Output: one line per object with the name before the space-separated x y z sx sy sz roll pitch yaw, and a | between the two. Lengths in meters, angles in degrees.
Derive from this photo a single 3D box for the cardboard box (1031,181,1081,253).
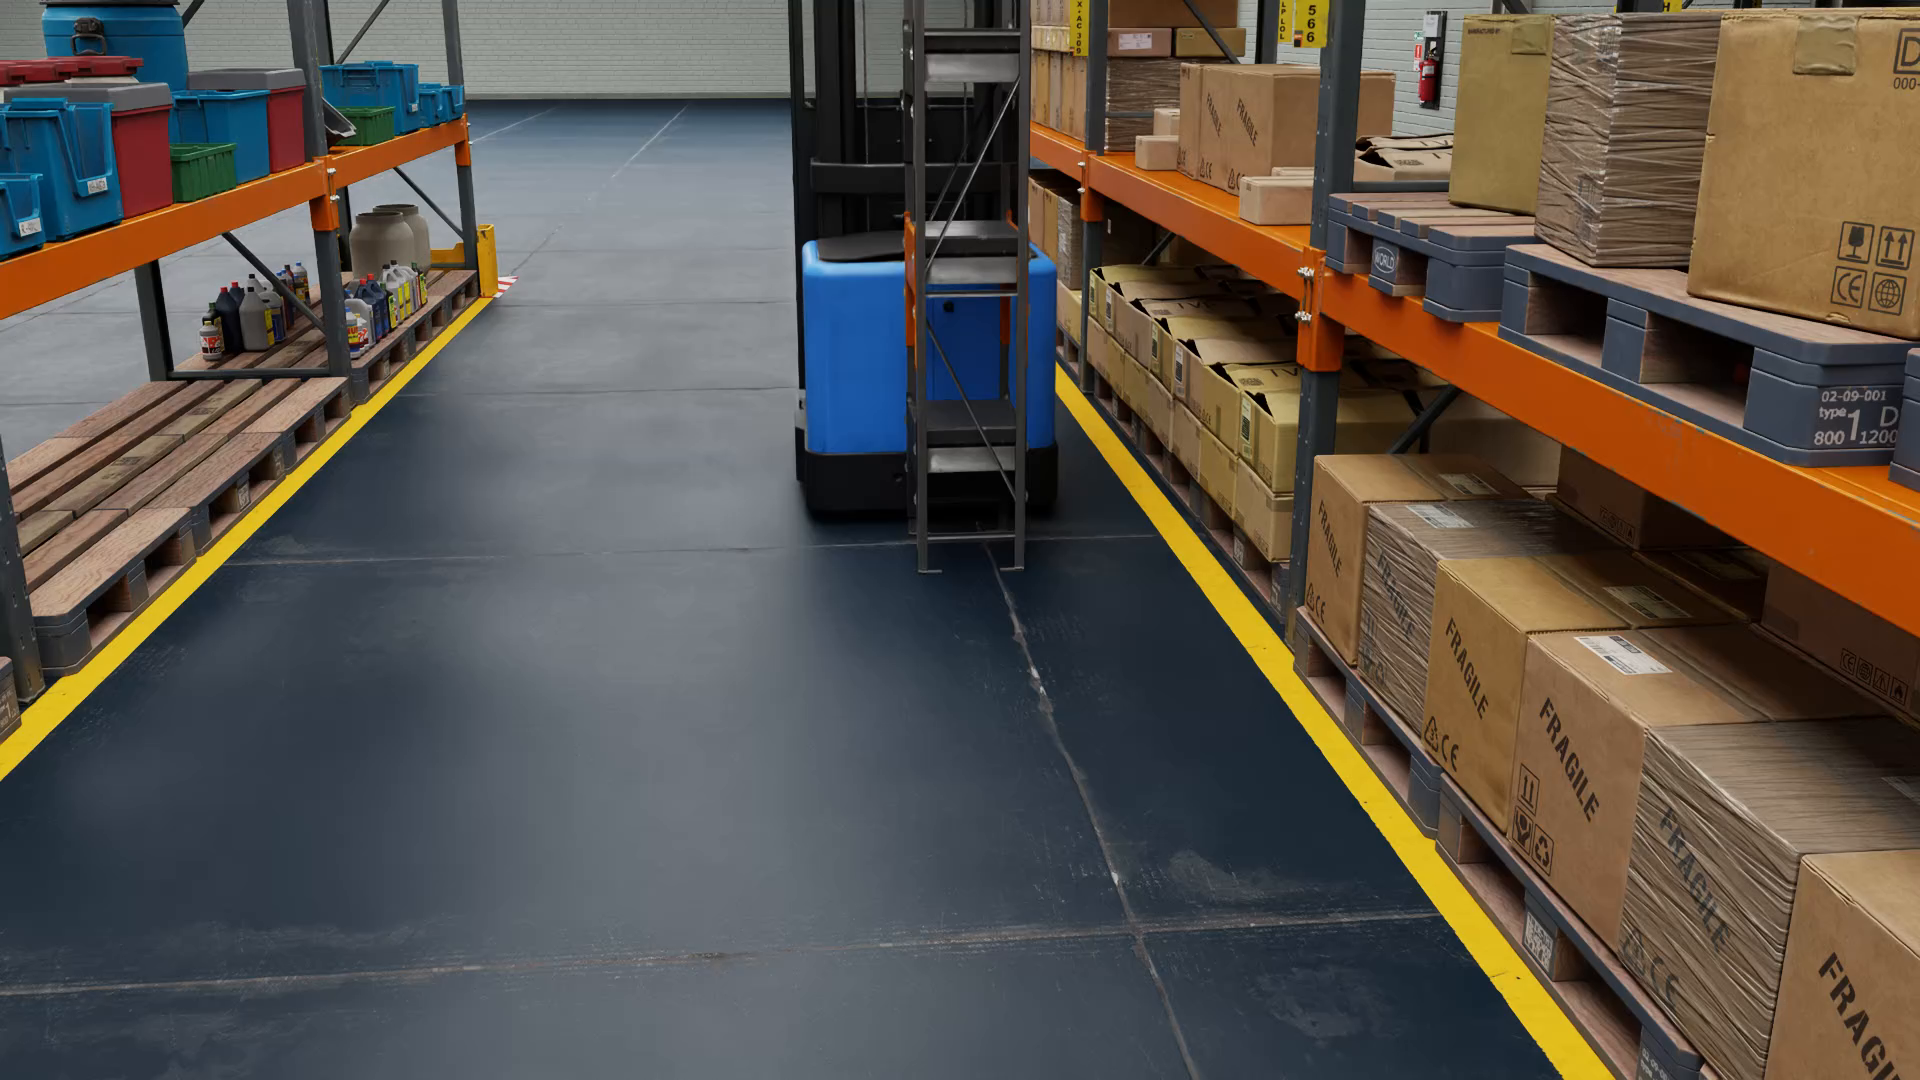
cardboard box | 0.750 -2.097 10.985 0.500 0.500 0.500 -2 18 -6

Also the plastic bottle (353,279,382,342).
plastic bottle | -3.422 -1.320 9.561 0.144 0.351 0.185 -1 17 -4

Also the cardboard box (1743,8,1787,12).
cardboard box | 5.594 -3.307 11.169 0.500 0.500 0.500 -1 17 -4

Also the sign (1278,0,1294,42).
sign | 1.715 -2.807 8.808 0.100 0.325 0.005 -2 18 -6

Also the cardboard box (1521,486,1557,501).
cardboard box | 1.827 -0.134 5.986 0.500 0.250 0.500 -2 18 -6

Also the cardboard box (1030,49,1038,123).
cardboard box | 0.858 -3.216 11.746 0.700 0.500 0.500 -1 17 -4

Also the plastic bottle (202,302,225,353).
plastic bottle | -4.129 -1.167 9.188 0.061 0.283 0.133 -1 17 -3

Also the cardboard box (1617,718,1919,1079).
cardboard box | 1.571 0.659 3.009 0.500 0.500 0.500 -2 17 -5

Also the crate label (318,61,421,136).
crate label | -3.705 -2.789 10.494 0.502 0.435 0.616 -2 18 -6

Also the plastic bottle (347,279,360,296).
plastic bottle | -3.630 -1.455 10.116 0.152 0.276 0.135 -2 18 -6

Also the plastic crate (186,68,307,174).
plastic crate | -3.397 -2.016 7.984 0.402 0.464 0.583 -2 18 -6

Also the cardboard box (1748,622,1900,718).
cardboard box | 2.032 0.484 3.566 0.500 0.500 0.500 -2 18 -8

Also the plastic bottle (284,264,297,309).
plastic bottle | -4.281 -1.608 10.592 0.061 0.283 0.133 -1 17 -5

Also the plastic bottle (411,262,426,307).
plastic bottle | -3.508 -1.658 10.751 0.061 0.283 0.133 -1 17 -4

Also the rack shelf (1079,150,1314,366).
rack shelf | 1.382 -1.333 7.117 1.077 0.370 4.000 -2 18 -6

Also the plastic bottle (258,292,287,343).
plastic bottle | -3.979 -1.283 9.568 0.152 0.276 0.135 -2 18 -6

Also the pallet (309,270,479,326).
pallet | -4.031 -1.718 11.798 1.003 0.211 1.213 -2 18 -6

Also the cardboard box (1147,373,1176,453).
cardboard box | 1.130 -0.575 7.389 0.500 0.250 0.500 -1 17 -5

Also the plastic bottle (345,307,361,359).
plastic bottle | -3.348 -1.137 9.111 0.097 0.271 0.097 0 17 0

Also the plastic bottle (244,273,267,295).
plastic bottle | -4.157 -1.403 9.825 0.144 0.351 0.185 -2 18 -6

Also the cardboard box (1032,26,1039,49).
cardboard box | 0.698 -3.390 11.218 0.380 0.149 0.250 -2 18 -7

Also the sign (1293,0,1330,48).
sign | 1.037 -1.615 4.880 0.100 0.325 0.005 -2 18 -6

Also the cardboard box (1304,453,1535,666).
cardboard box | 1.351 0.047 4.959 0.500 0.500 0.500 -1 17 -3

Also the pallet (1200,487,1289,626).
pallet | 1.543 0.003 6.314 1.003 0.211 1.213 -2 18 -6

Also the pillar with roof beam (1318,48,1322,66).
pillar with roof beam | 1.103 -9.741 22.680 9.100 9.000 0.400 -2 18 -6

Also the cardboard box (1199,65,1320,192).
cardboard box | 1.345 -1.784 7.186 0.500 0.500 0.500 -2 18 -6

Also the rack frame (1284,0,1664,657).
rack frame | 1.589 -1.080 5.111 1.000 3.000 0.127 -2 18 -6

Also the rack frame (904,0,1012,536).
rack frame | -0.008 -1.025 6.437 0.400 2.100 0.015 -2 18 -6

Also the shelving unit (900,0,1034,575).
shelving unit | 0.017 -0.952 6.205 0.431 2.100 0.503 -2 18 -6

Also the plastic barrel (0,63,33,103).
plastic barrel | -3.750 -1.546 6.366 0.433 0.535 0.433 0 17 0

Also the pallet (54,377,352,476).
pallet | -3.632 -0.557 8.099 1.003 0.211 1.213 -2 18 -6

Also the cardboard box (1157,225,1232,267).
cardboard box | 1.440 -1.666 9.614 0.500 0.500 0.500 -2 18 -6

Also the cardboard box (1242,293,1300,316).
cardboard box | 1.612 -1.013 7.849 0.500 0.311 0.500 -2 18 -6

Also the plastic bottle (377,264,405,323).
plastic bottle | -3.485 -1.503 10.143 0.144 0.351 0.185 -2 18 -6

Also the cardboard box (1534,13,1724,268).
cardboard box | 1.670 -0.866 3.560 0.700 0.500 0.500 1 17 5

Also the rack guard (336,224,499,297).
rack guard | -4.109 -2.098 12.526 1.175 0.500 0.348 -2 18 -6

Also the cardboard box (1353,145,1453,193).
cardboard box | 1.595 -1.148 5.474 0.500 0.311 0.500 -1 17 -2

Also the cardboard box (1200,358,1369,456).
cardboard box | 1.230 -0.540 6.341 0.500 0.311 0.500 -2 18 -6

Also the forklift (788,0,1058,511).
forklift | -0.254 -1.912 7.874 1.130 2.935 3.031 -2 18 -5

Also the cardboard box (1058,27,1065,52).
cardboard box | 0.806 -3.082 10.237 0.380 0.149 0.250 -1 17 -4

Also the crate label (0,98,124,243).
crate label | -3.172 -1.250 5.591 0.502 0.435 0.616 -2 18 -6

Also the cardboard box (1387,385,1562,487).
cardboard box | 1.827 -0.402 5.902 0.500 0.311 0.500 -1 17 -4

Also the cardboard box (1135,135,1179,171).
cardboard box | 1.064 -1.882 8.084 0.380 0.149 0.250 -2 18 -6

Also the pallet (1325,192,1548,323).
pallet | 1.728 -0.789 4.503 1.213 0.211 1.003 -2 18 -6

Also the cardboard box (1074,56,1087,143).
cardboard box | 1.063 -2.609 9.812 0.700 0.500 0.500 -2 18 -6

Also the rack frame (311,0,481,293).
rack frame | -4.164 -3.312 12.219 1.000 3.000 0.127 -2 18 -6

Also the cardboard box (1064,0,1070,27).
cardboard box | 1.020 -3.371 10.073 0.700 0.500 0.500 -2 18 -6

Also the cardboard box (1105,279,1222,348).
cardboard box | 1.017 -1.148 8.280 0.500 0.311 0.500 -2 18 -6
